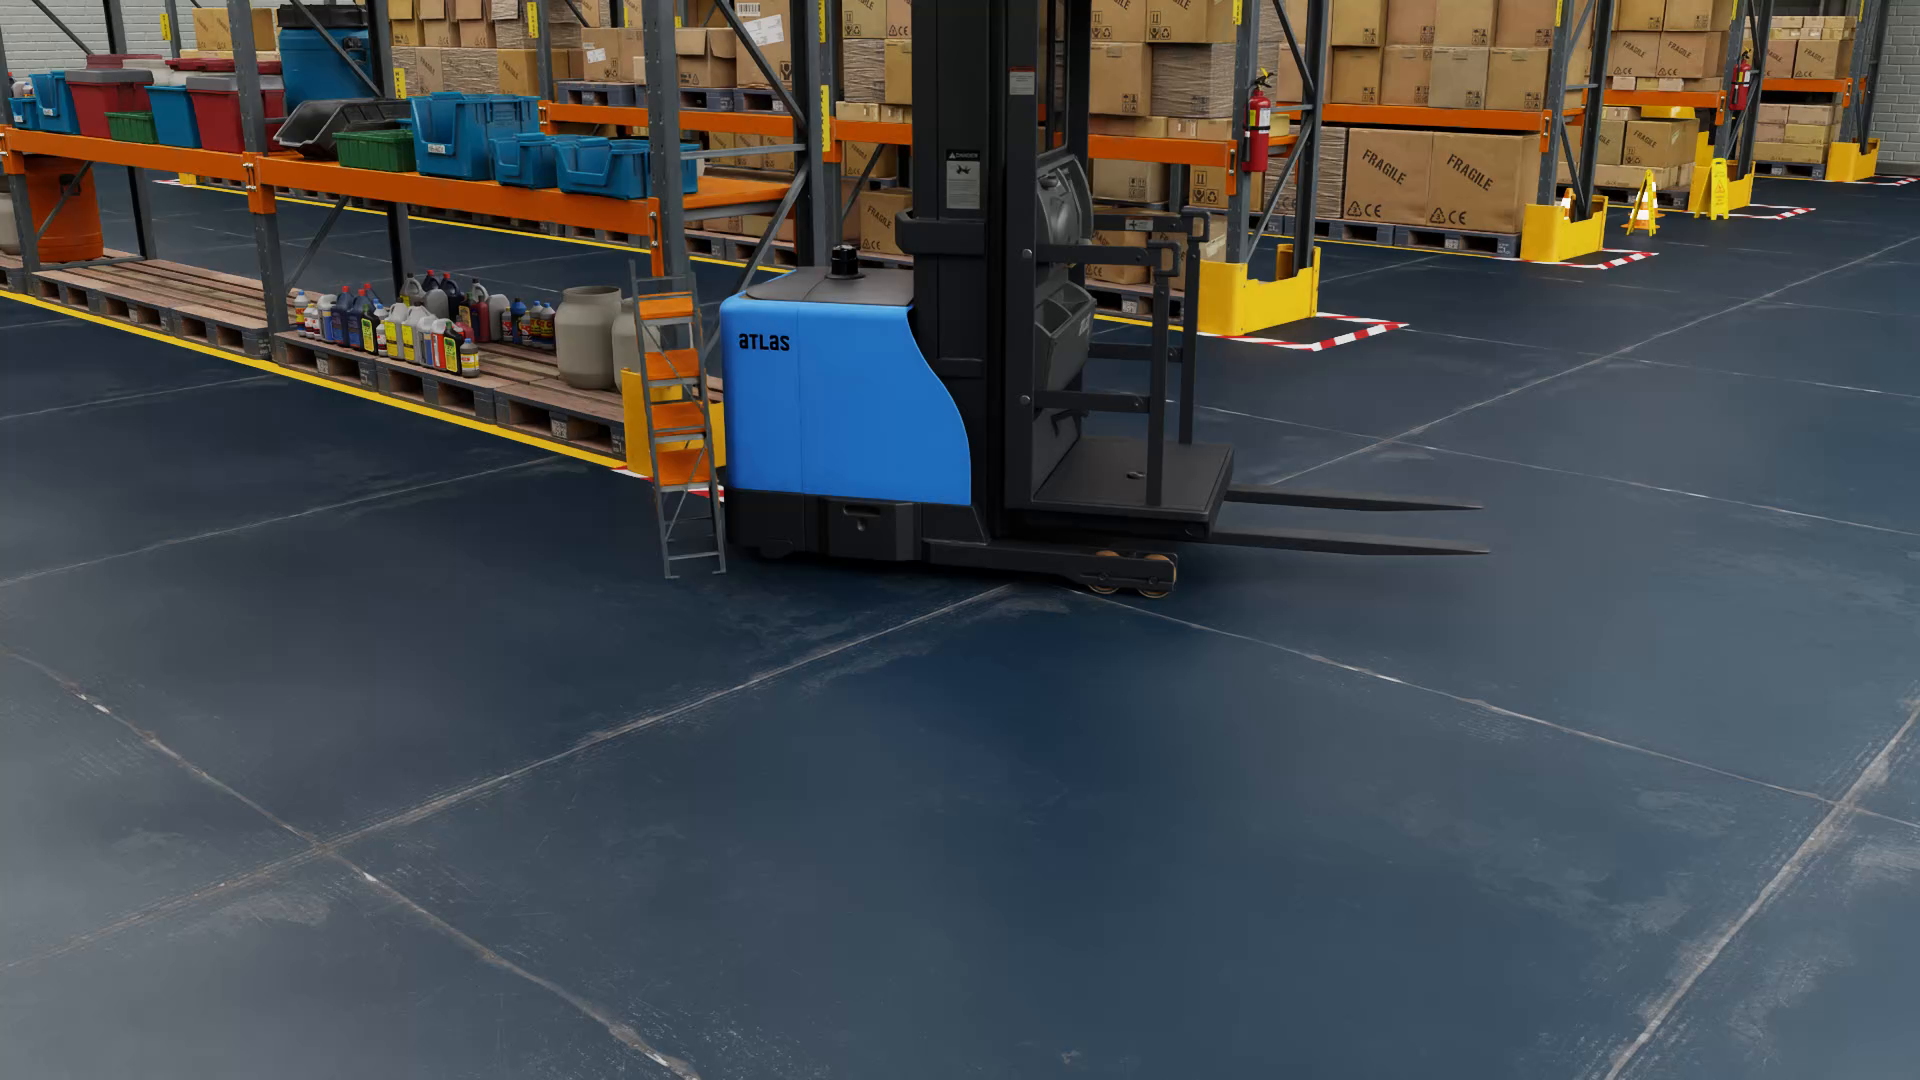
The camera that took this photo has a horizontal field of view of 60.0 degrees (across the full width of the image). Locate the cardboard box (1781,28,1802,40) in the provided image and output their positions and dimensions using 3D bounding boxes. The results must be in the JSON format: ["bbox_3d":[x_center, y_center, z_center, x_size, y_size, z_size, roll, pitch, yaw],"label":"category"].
[{"bbox_3d":[11.281,-6.833,22.447,0.250,0.149,0.380,16,23,40],"label":"cardboard box"}]

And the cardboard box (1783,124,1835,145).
[{"bbox_3d":[11.519,-5.515,22.554,0.500,0.250,0.500,15,23,39],"label":"cardboard box"}]

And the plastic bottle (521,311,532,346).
[{"bbox_3d":[-2.622,-1.292,10.124,0.097,0.201,0.097,0,18,0],"label":"plastic bottle"}]

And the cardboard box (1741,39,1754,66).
[{"bbox_3d":[10.783,-6.656,22.960,0.500,0.500,0.500,14,23,38],"label":"cardboard box"}]

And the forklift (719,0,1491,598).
[{"bbox_3d":[0.604,-1.350,6.521,3.031,2.935,1.130,4,18,14],"label":"forklift"}]

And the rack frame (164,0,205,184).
[{"bbox_3d":[-9.747,-6.206,21.709,0.127,3.000,1.000,15,23,39],"label":"rack frame"}]

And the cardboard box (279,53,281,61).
[{"bbox_3d":[-7.648,-5.606,19.574,0.500,0.250,0.500,16,24,41],"label":"cardboard box"}]

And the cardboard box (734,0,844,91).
[{"bbox_3d":[-1.273,-4.474,14.565,1.000,1.000,1.000,15,23,40],"label":"cardboard box"}]

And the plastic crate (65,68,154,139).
[{"bbox_3d":[-6.045,-3.116,11.866,0.583,0.464,0.402,15,23,39],"label":"plastic crate"}]

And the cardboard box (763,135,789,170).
[{"bbox_3d":[-2.213,-5.097,21.653,0.500,0.500,0.500,16,23,40],"label":"cardboard box"}]

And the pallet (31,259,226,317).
[{"bbox_3d":[-6.497,-1.986,13.021,1.213,0.211,1.003,15,23,39],"label":"pallet"}]

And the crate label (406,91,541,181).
[{"bbox_3d":[-2.623,-2.198,9.022,0.616,0.435,0.502,15,23,39],"label":"crate label"}]

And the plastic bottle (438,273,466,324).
[{"bbox_3d":[-3.242,-1.521,10.597,0.185,0.351,0.144,14,22,37],"label":"plastic bottle"}]

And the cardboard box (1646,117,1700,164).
[{"bbox_3d":[8.360,-4.712,19.612,0.500,0.500,0.500,14,22,37],"label":"cardboard box"}]

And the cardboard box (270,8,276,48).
[{"bbox_3d":[-9.208,-6.596,21.452,0.500,0.500,0.500,15,23,40],"label":"cardboard box"}]

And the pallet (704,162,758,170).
[{"bbox_3d":[-2.804,-5.020,22.581,1.213,0.211,1.003,15,23,39],"label":"pallet"}]

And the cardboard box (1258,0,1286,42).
[{"bbox_3d":[1.990,-3.832,11.917,0.500,0.500,0.500,15,23,39],"label":"cardboard box"}]

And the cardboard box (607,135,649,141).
[{"bbox_3d":[-3.242,-3.848,16.443,0.500,0.250,0.500,16,24,41],"label":"cardboard box"}]

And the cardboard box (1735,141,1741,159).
[{"bbox_3d":[10.795,-5.477,23.261,0.500,0.250,0.500,15,23,40],"label":"cardboard box"}]

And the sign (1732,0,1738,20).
[{"bbox_3d":[8.415,-5.817,18.045,0.005,0.325,0.100,15,23,39],"label":"sign"}]

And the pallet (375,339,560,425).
[{"bbox_3d":[-2.668,-0.958,9.781,1.213,0.211,1.003,15,23,39],"label":"pallet"}]

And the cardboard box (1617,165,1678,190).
[{"bbox_3d":[7.997,-4.232,19.338,0.500,0.250,0.500,15,23,39],"label":"cardboard box"}]

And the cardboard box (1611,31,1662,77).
[{"bbox_3d":[7.838,-5.574,19.058,0.500,0.500,0.500,15,23,39],"label":"cardboard box"}]

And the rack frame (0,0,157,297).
[{"bbox_3d":[-7.051,-3.479,13.117,0.127,3.000,1.000,15,23,39],"label":"rack frame"}]

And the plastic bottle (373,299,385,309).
[{"bbox_3d":[-3.542,-1.328,10.120,0.097,0.271,0.097,0,18,0],"label":"plastic bottle"}]

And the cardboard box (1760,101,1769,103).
[{"bbox_3d":[11.113,-6.067,23.470,0.500,0.250,0.500,15,23,39],"label":"cardboard box"}]

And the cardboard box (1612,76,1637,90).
[{"bbox_3d":[7.723,-5.270,19.173,0.250,0.149,0.380,16,23,40],"label":"cardboard box"}]

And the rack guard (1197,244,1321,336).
[{"bbox_3d":[2.164,-1.818,12.012,0.348,0.500,1.175,15,23,39],"label":"rack guard"}]

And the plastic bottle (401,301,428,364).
[{"bbox_3d":[-3.132,-1.207,9.608,0.185,0.351,0.144,16,24,41],"label":"plastic bottle"}]

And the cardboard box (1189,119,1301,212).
[{"bbox_3d":[3.021,-3.944,17.399,0.875,0.875,0.875,15,23,40],"label":"cardboard box"}]

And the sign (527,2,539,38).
[{"bbox_3d":[-4.129,-5.026,16.075,0.005,0.325,0.100,15,23,39],"label":"sign"}]

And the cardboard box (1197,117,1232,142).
[{"bbox_3d":[1.870,-2.885,11.657,0.250,0.149,0.380,15,23,39],"label":"cardboard box"}]

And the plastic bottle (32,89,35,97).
[{"bbox_3d":[-7.920,-3.793,14.318,0.097,0.271,0.097,0,18,0],"label":"plastic bottle"}]

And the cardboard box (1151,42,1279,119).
[{"bbox_3d":[1.827,-3.300,11.894,0.500,0.500,0.875,15,23,39],"label":"cardboard box"}]

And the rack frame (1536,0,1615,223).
[{"bbox_3d":[5.588,-4.096,15.058,0.127,3.000,1.000,15,23,39],"label":"rack frame"}]

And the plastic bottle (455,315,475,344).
[{"bbox_3d":[-2.832,-1.139,9.504,0.133,0.283,0.061,15,23,39],"label":"plastic bottle"}]

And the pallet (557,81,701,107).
[{"bbox_3d":[-3.159,-4.390,16.302,1.003,0.211,1.213,15,23,39],"label":"pallet"}]

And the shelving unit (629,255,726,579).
[{"bbox_3d":[-1.136,-0.501,6.683,0.258,1.200,0.503,-7,18,-10],"label":"shelving unit"}]

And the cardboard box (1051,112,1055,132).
[{"bbox_3d":[0.679,-3.162,12.531,0.250,0.149,0.380,15,23,39],"label":"cardboard box"}]

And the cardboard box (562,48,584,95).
[{"bbox_3d":[-3.946,-4.807,17.134,0.500,0.500,0.500,16,24,41],"label":"cardboard box"}]

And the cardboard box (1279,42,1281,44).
[{"bbox_3d":[3.338,-5.319,16.880,0.550,0.550,0.875,15,23,39],"label":"cardboard box"}]

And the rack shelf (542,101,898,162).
[{"bbox_3d":[-2.267,-3.856,15.491,4.000,0.370,1.077,15,23,39],"label":"rack shelf"}]

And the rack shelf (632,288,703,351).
[{"bbox_3d":[-1.157,-0.874,6.561,0.258,0.148,0.480,-7,18,-10],"label":"rack shelf"}]

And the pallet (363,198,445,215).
[{"bbox_3d":[-6.128,-3.936,19.166,1.213,0.211,1.003,15,23,39],"label":"pallet"}]

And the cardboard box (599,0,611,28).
[{"bbox_3d":[-4.682,-7.413,23.201,0.500,0.500,0.500,16,23,41],"label":"cardboard box"}]

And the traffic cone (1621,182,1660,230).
[{"bbox_3d":[7.138,-3.502,17.381,0.334,0.463,0.336,15,23,39],"label":"traffic cone"}]

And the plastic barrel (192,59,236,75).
[{"bbox_3d":[-5.178,-3.130,11.791,0.433,0.535,0.433,0,18,0],"label":"plastic barrel"}]

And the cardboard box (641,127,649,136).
[{"bbox_3d":[-4.234,-5.733,23.253,0.250,0.149,0.380,15,23,39],"label":"cardboard box"}]

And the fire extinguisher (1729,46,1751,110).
[{"bbox_3d":[8.578,-5.072,18.262,0.183,0.674,0.296,15,23,39],"label":"fire extinguisher"}]

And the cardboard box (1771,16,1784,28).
[{"bbox_3d":[11.127,-7.038,22.601,0.250,0.149,0.380,15,23,40],"label":"cardboard box"}]

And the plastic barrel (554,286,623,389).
[{"bbox_3d":[-1.985,-1.103,9.047,0.421,0.512,0.421,0,18,0],"label":"plastic barrel"}]

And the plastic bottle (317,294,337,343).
[{"bbox_3d":[-3.852,-1.366,10.232,0.135,0.276,0.152,16,24,41],"label":"plastic bottle"}]
